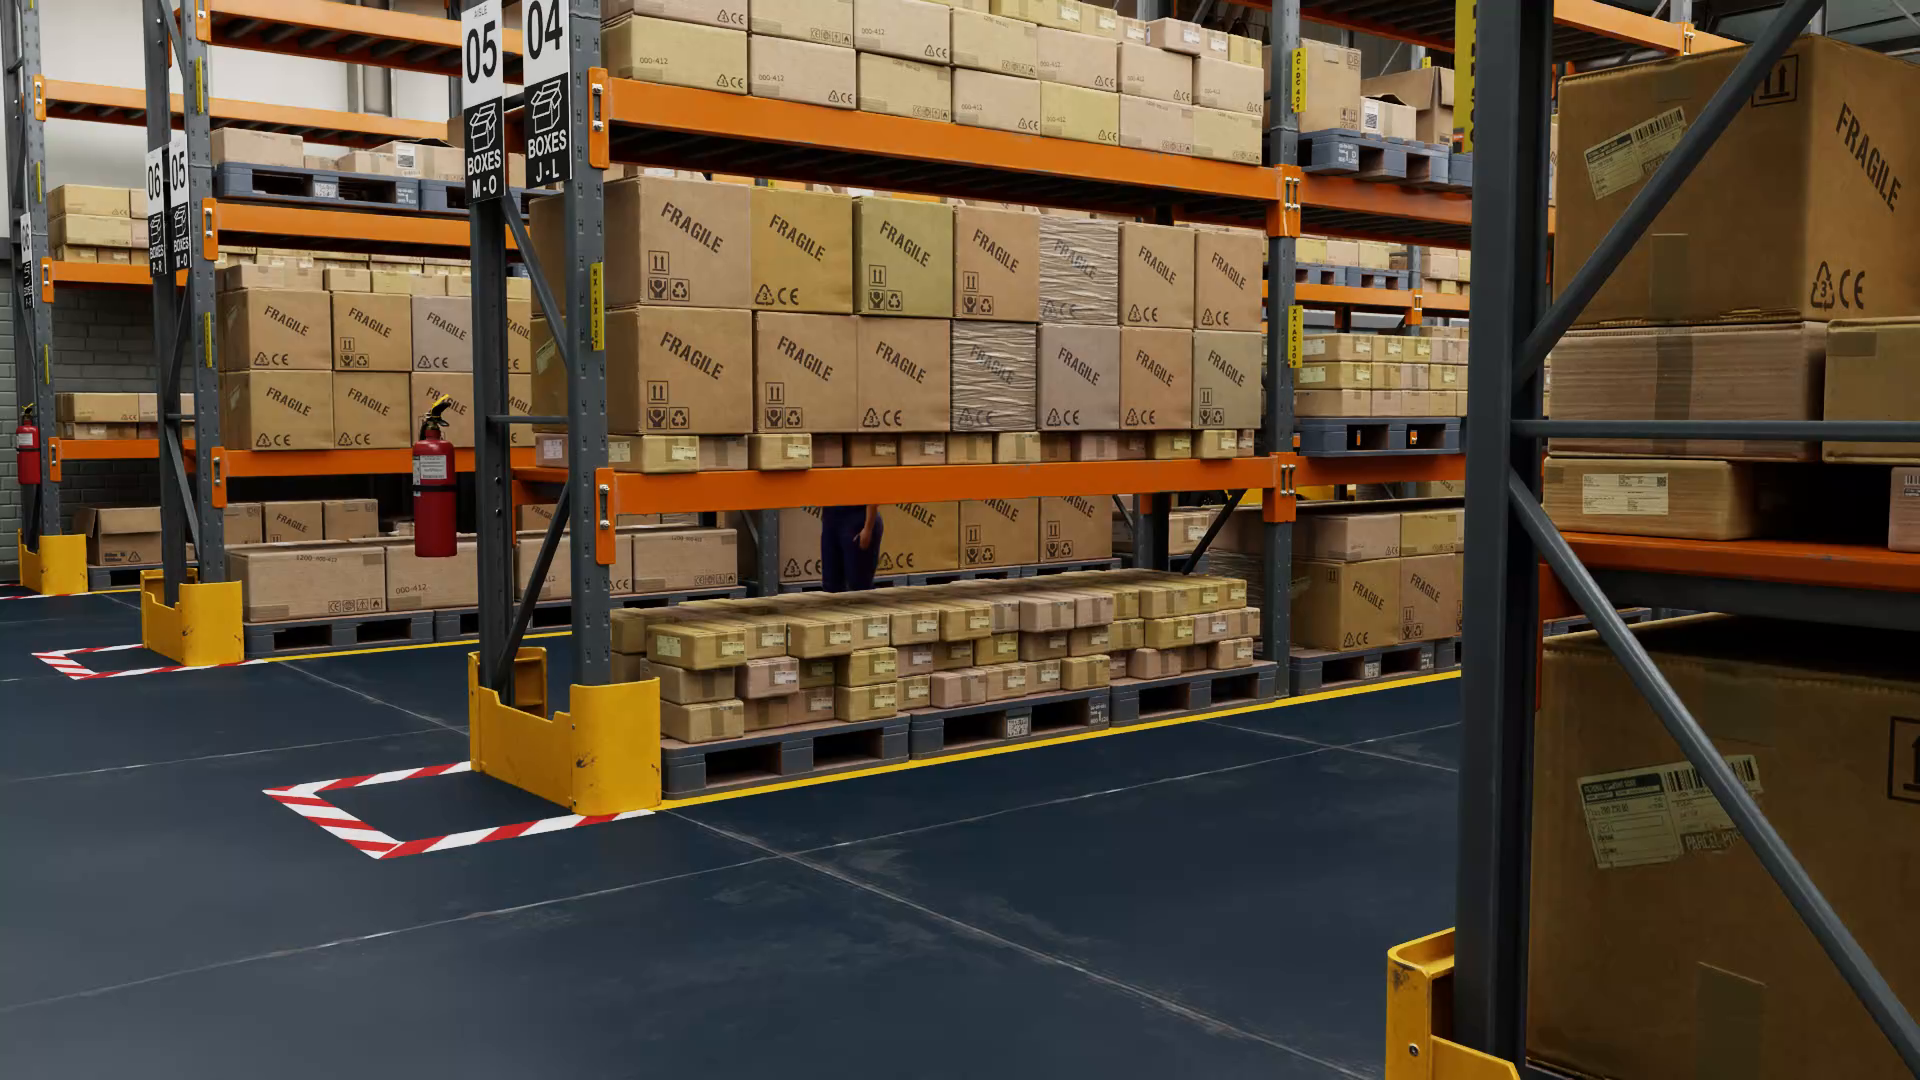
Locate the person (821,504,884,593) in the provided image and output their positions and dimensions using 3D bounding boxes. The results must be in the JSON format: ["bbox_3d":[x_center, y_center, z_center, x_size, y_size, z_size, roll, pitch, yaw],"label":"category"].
[{"bbox_3d":[-0.673,-0.048,10.291,0.343,1.682,0.467,-3,6,-37],"label":"person"}]
